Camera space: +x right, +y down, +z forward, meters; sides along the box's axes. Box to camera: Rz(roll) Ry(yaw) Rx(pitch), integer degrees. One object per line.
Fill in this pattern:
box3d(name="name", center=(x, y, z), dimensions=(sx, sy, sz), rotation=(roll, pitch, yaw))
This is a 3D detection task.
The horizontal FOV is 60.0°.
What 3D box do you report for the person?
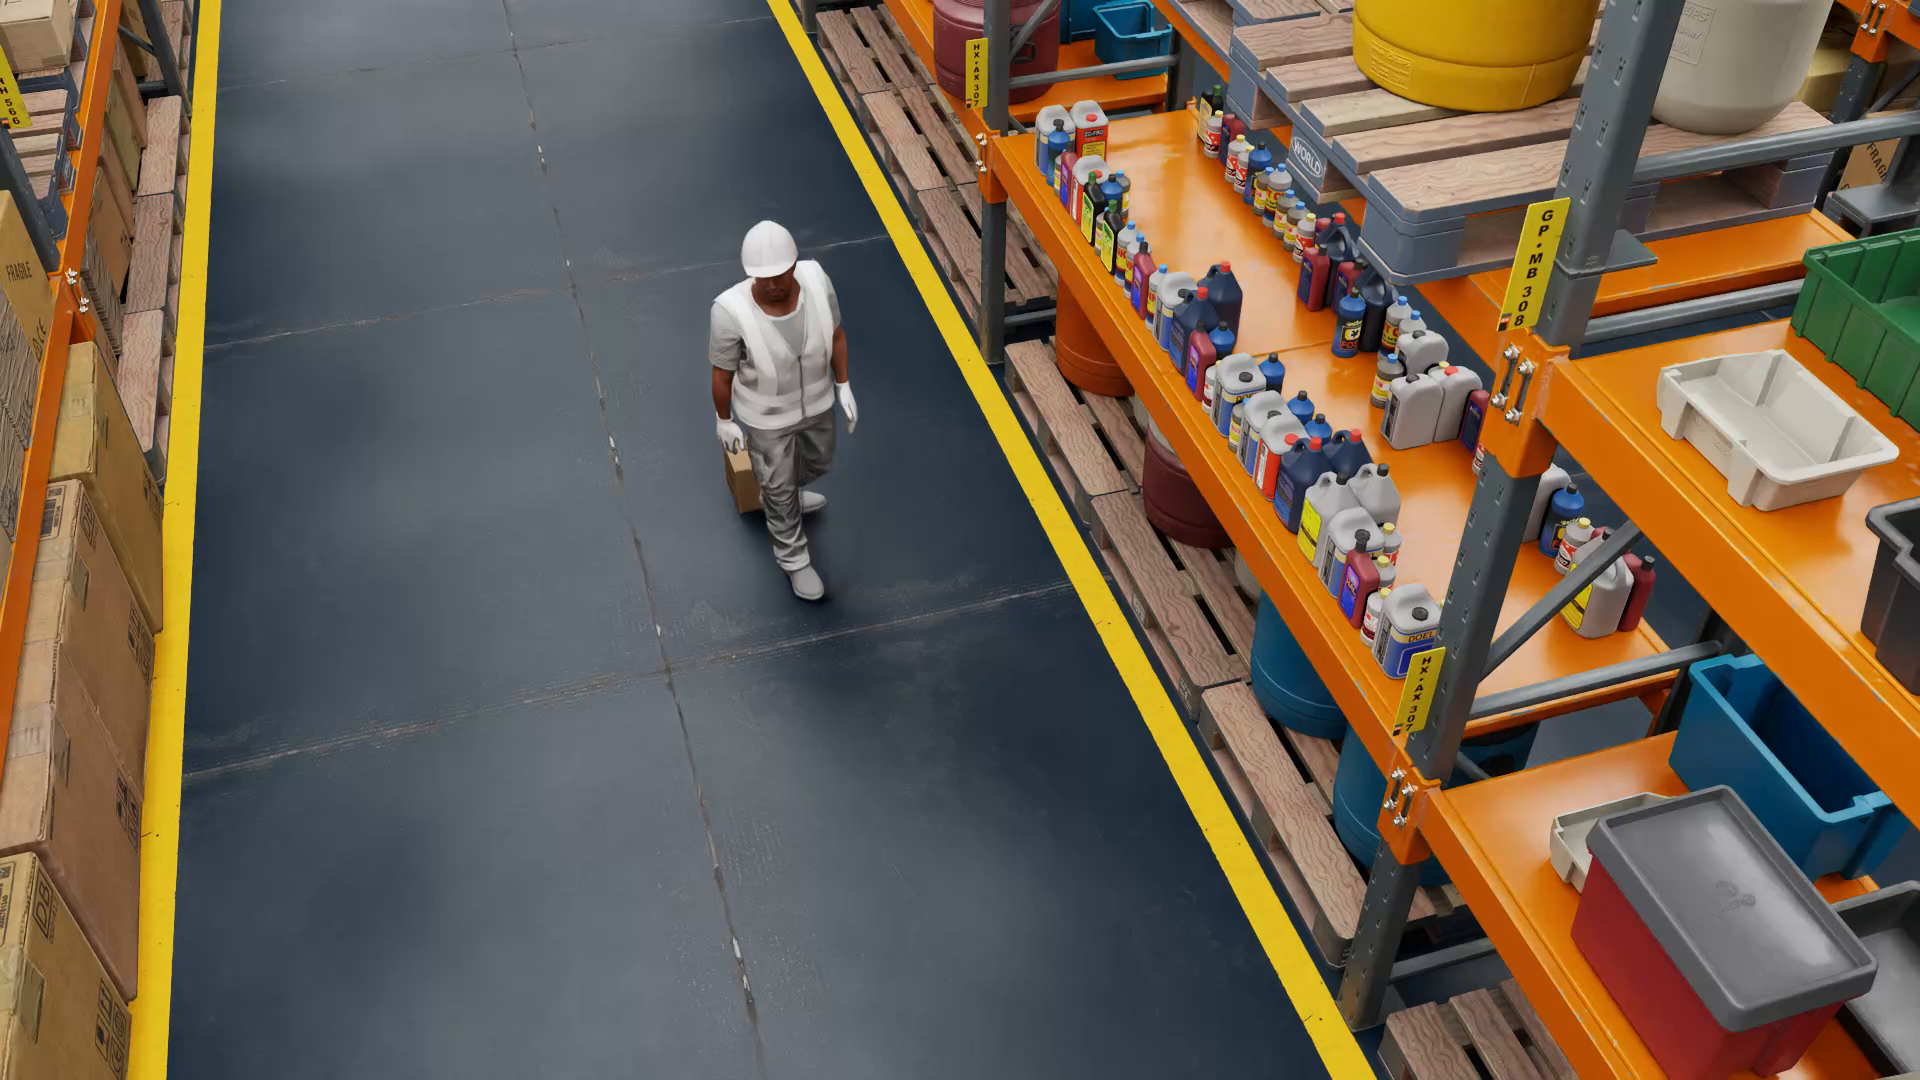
box3d(name="person", center=(-0.762, -0.606, 6.775), dimensions=(0.558, 1.724, 0.599), rotation=(-26, 48, -26))
